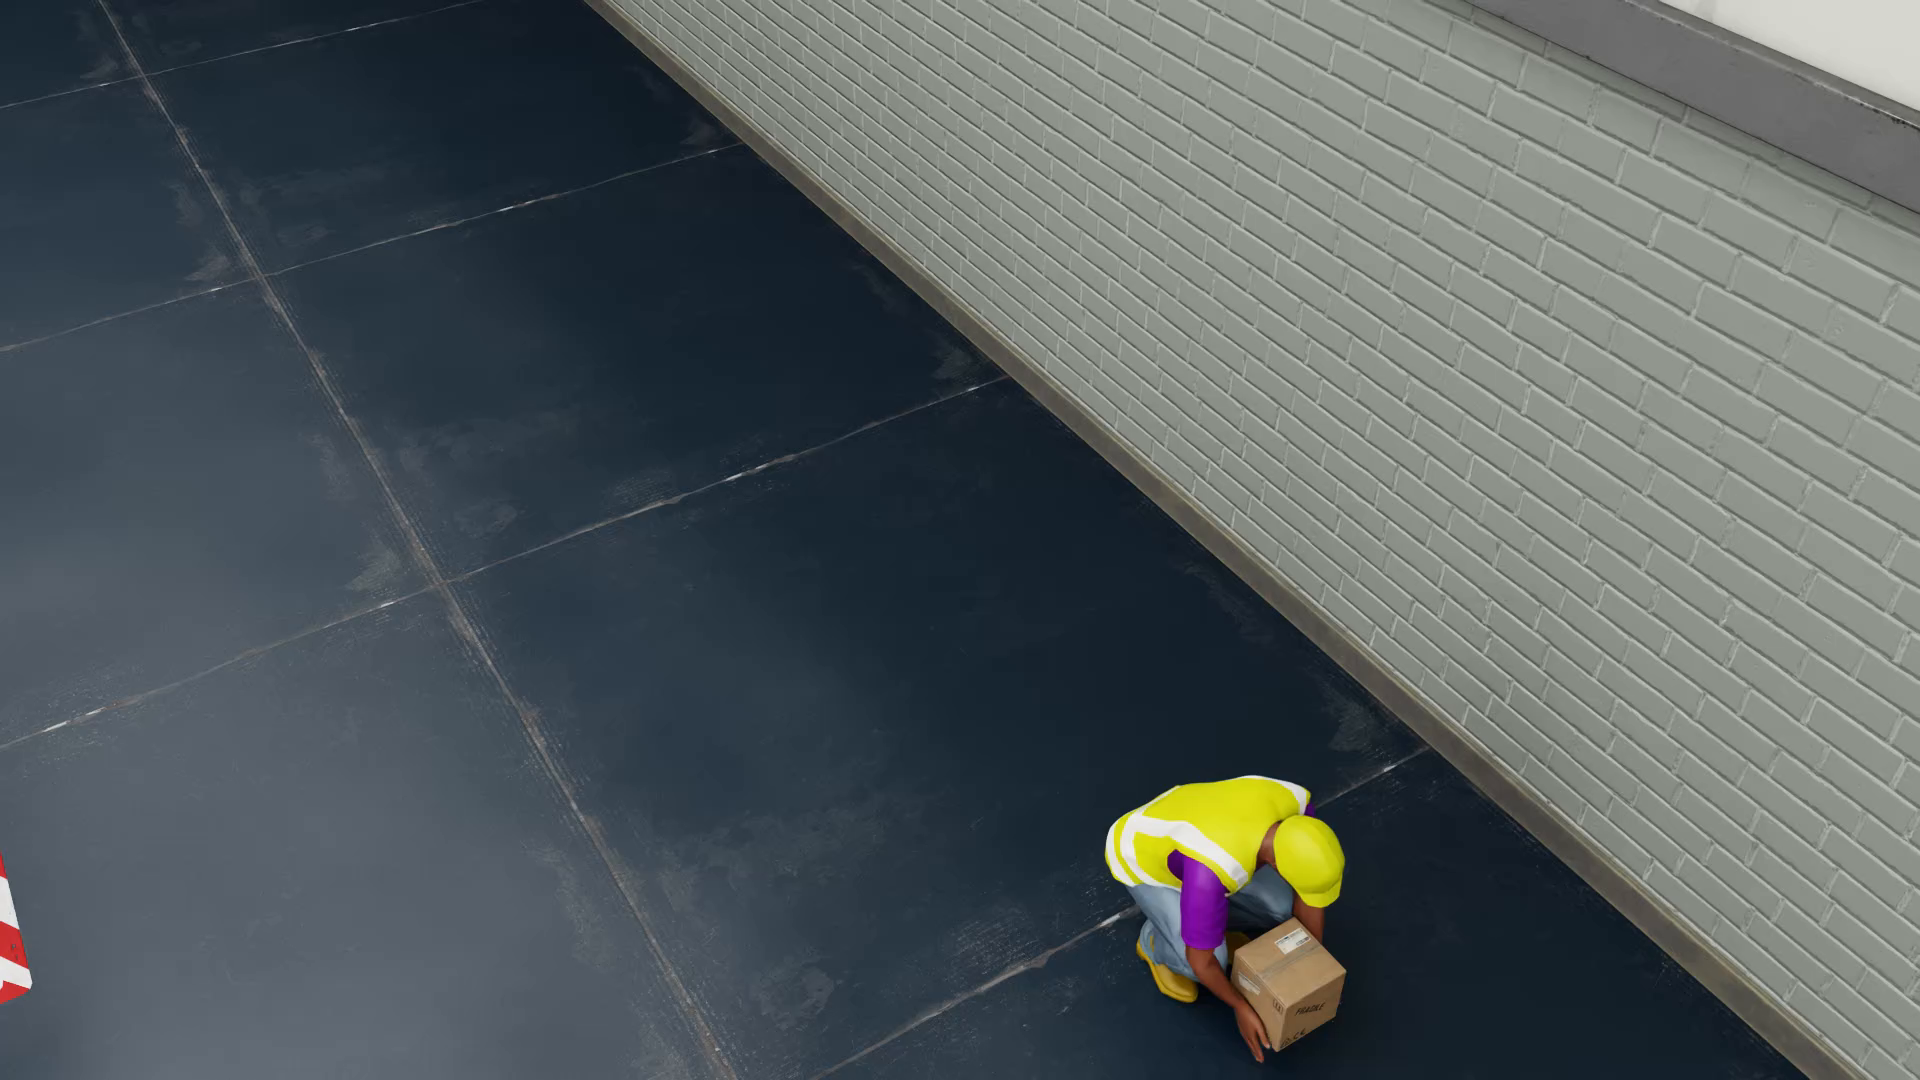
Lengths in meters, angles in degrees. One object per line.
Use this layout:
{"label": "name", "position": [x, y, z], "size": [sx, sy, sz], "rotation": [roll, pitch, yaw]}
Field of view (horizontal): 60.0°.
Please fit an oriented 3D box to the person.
{"label": "person", "position": [0.880, 1.116, 5.430], "size": [0.582, 1.003, 0.870], "rotation": [-23, 46, -24]}
